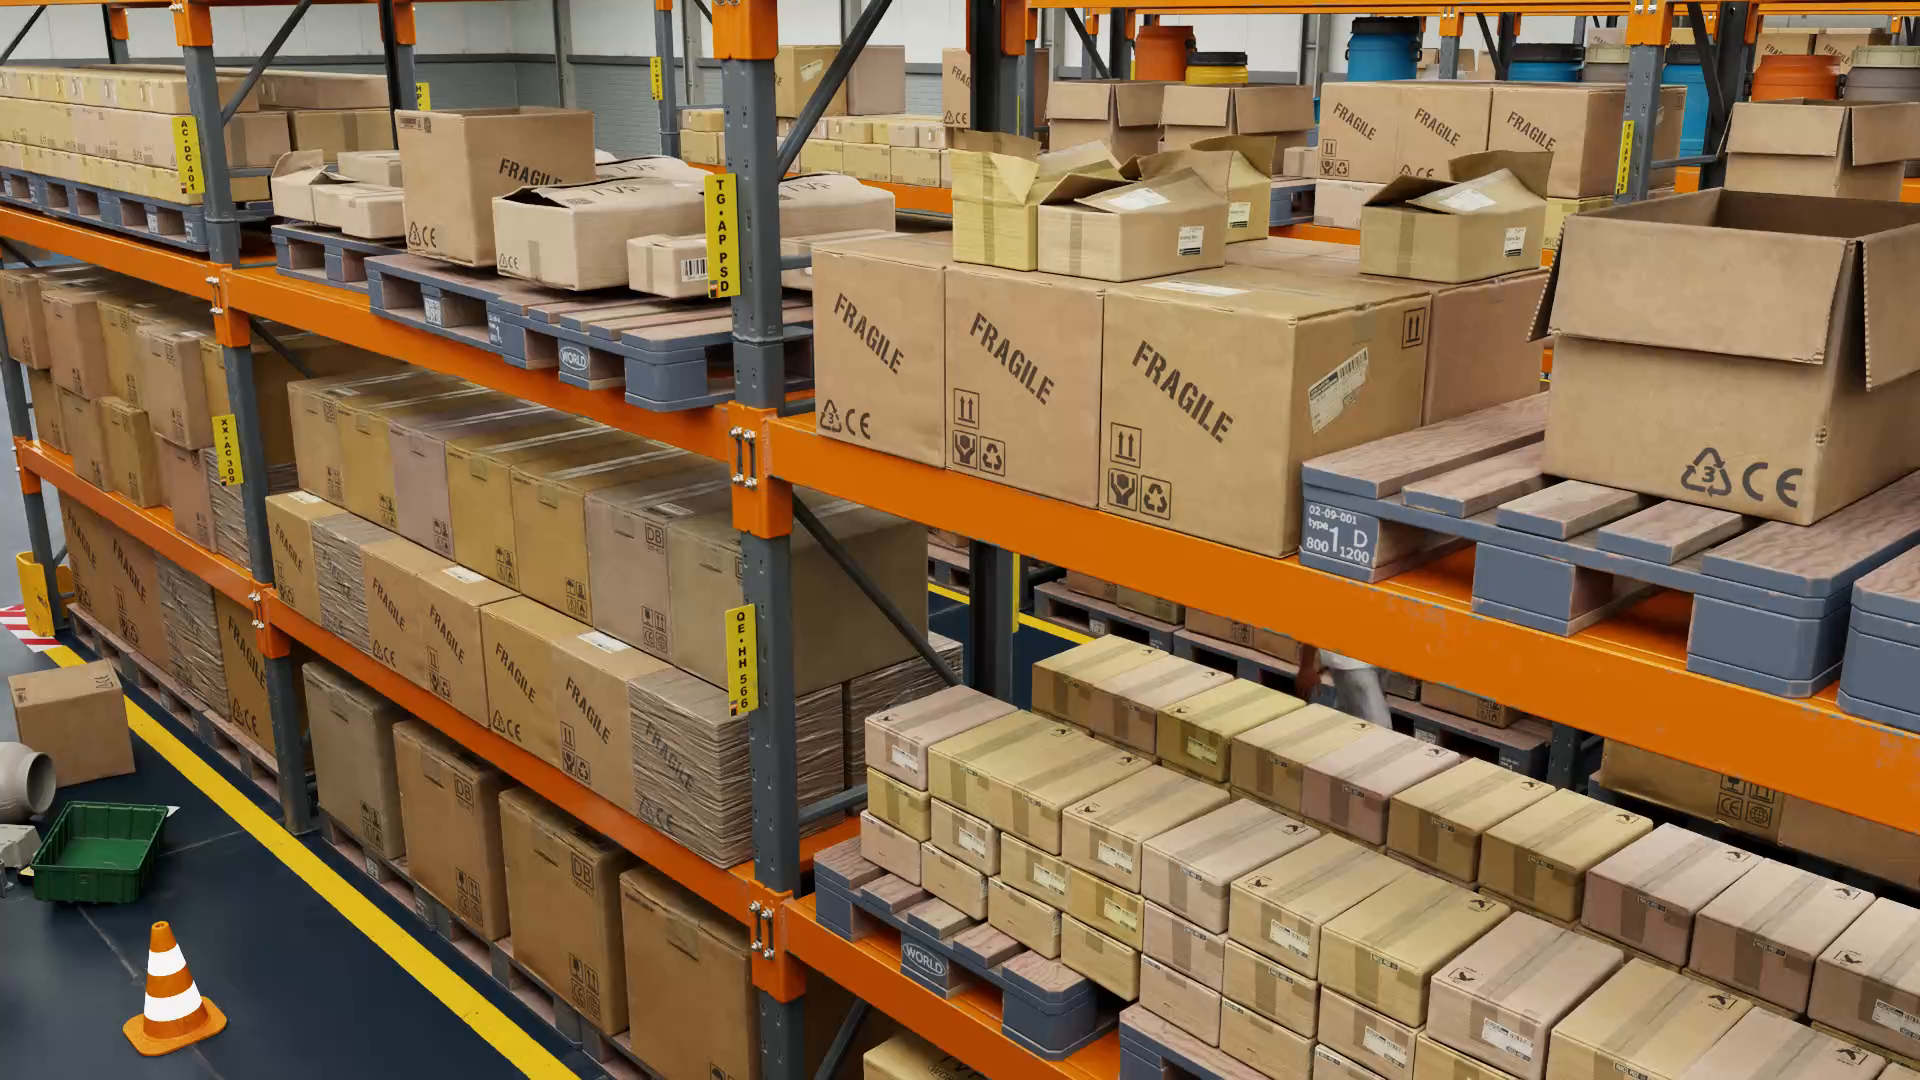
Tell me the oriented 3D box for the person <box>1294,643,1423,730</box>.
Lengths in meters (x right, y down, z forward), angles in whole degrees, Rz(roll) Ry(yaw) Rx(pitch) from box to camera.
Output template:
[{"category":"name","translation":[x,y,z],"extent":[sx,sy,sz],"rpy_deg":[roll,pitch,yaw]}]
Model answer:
[{"category":"person","translation":[2.016,0.598,8.053],"extent":[0.887,1.751,0.611],"rpy_deg":[16,23,42]}]
